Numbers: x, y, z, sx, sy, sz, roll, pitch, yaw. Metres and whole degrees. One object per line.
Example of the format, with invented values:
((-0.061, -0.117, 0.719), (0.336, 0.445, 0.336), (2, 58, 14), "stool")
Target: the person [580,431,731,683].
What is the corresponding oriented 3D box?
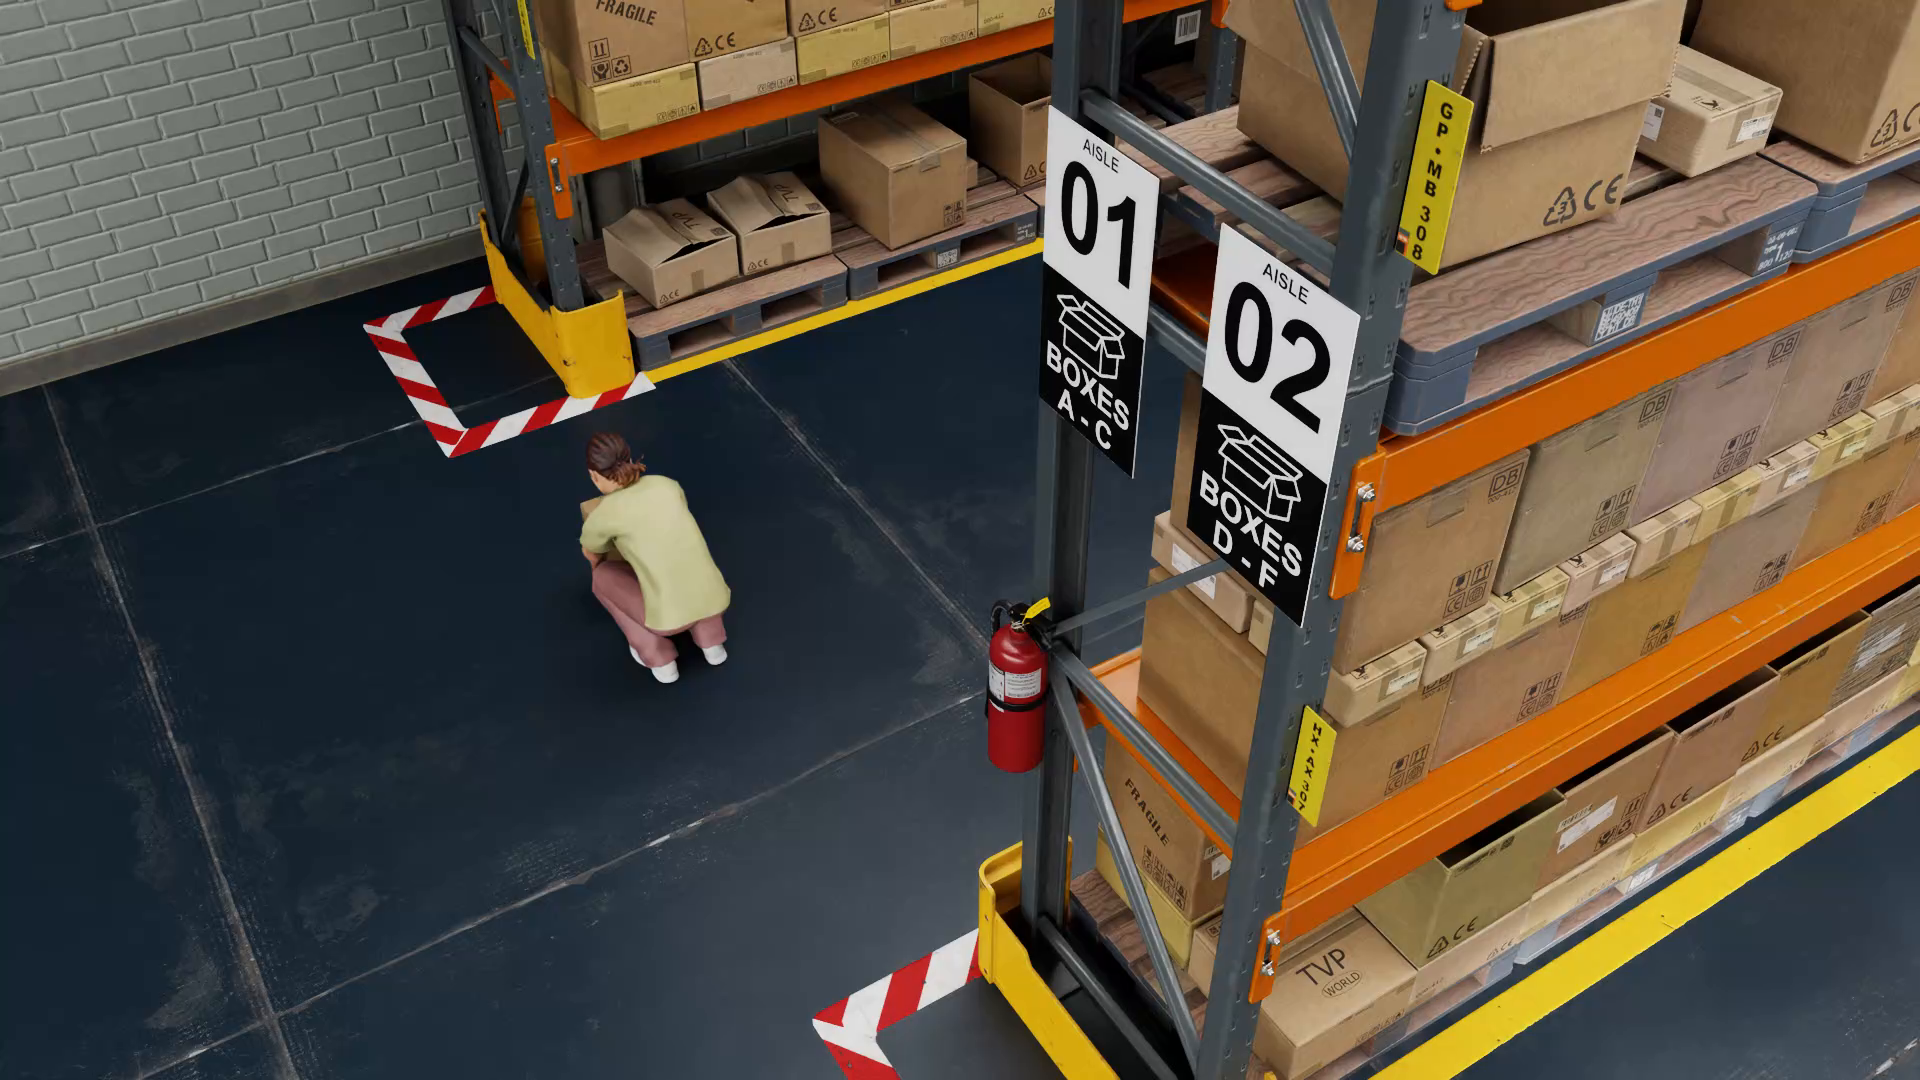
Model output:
((-1.242, 0.046, 6.680), (0.485, 0.931, 0.800), (-22, 46, -23), "person")
